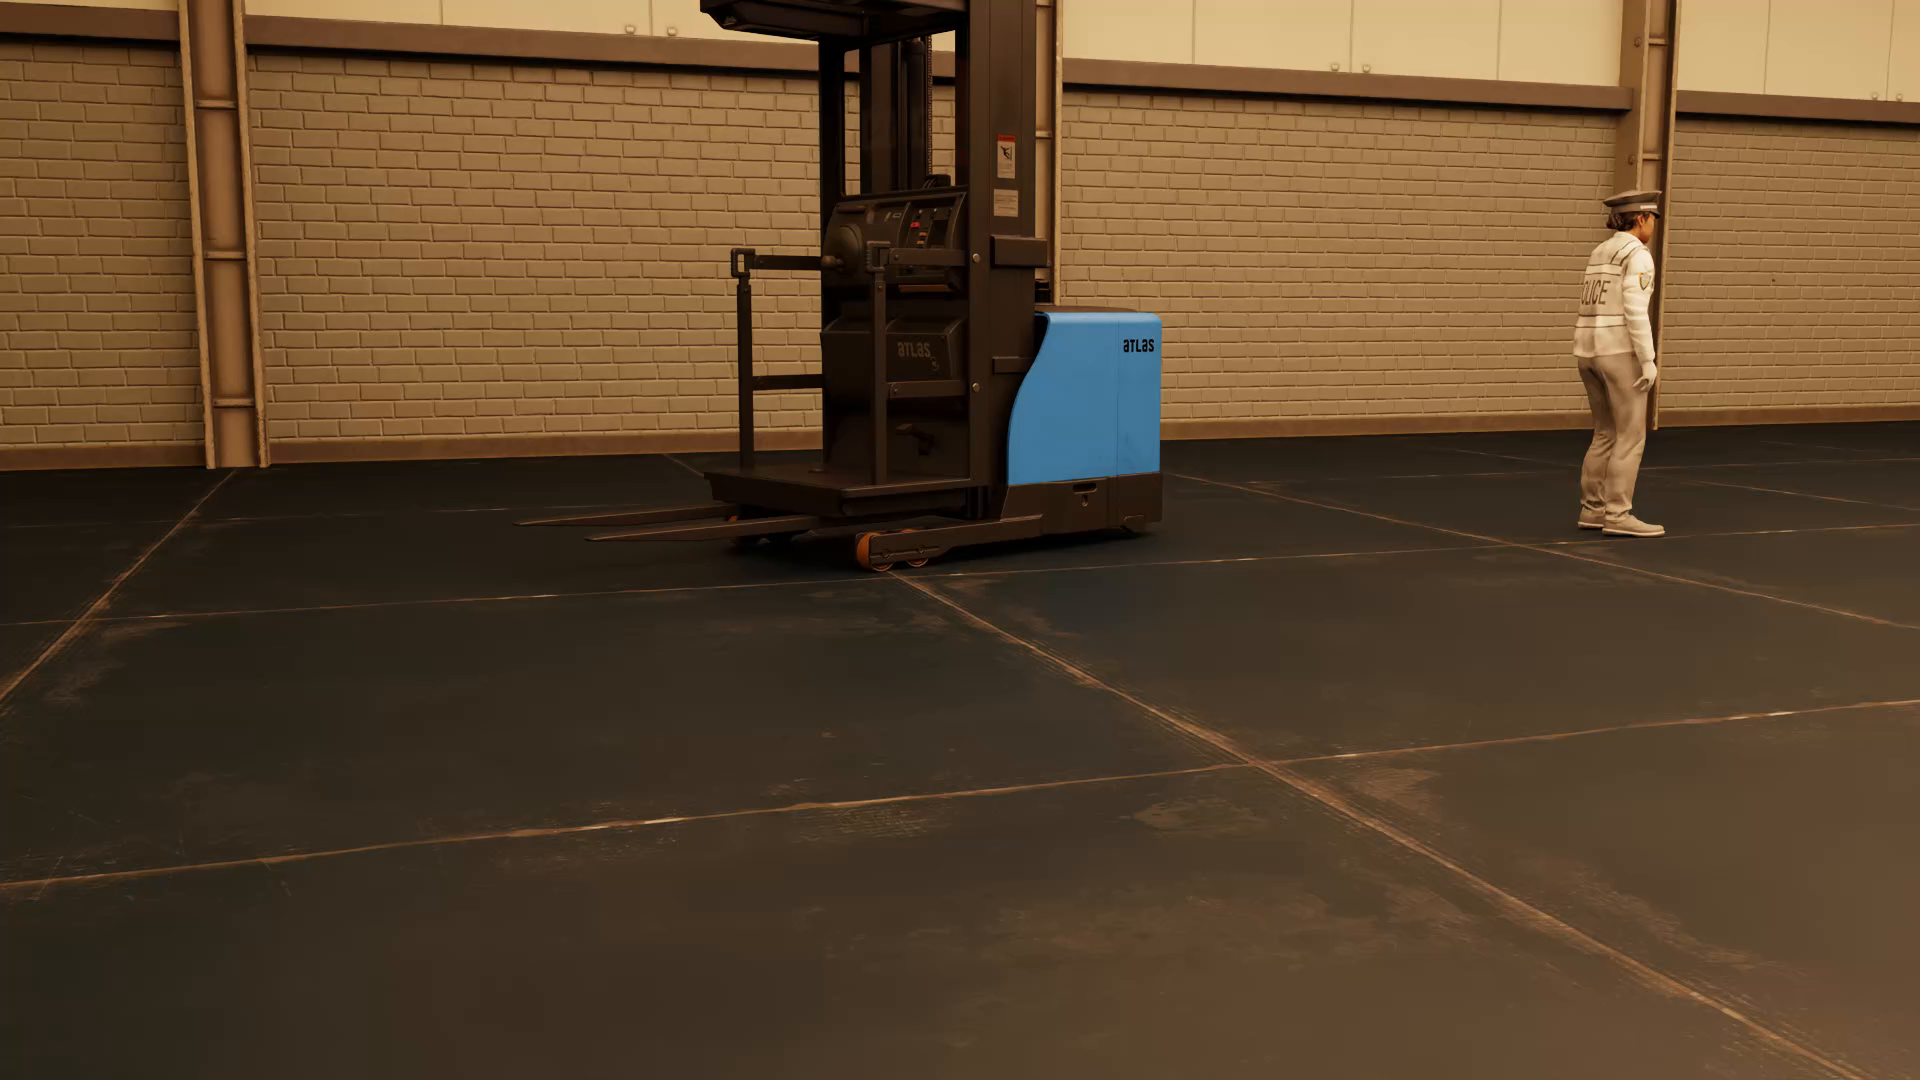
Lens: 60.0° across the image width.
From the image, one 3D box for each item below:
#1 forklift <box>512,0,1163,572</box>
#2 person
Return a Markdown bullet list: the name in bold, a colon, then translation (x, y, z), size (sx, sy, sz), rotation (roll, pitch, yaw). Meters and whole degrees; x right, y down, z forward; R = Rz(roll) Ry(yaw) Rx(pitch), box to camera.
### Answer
- **forklift**: translation (-0.461, -1.399, 7.333), size (3.031, 2.935, 1.130), rotation (-7, 10, -40)
- **person**: translation (3.217, -0.868, 8.138), size (0.375, 1.664, 0.547), rotation (-1, 8, -7)
